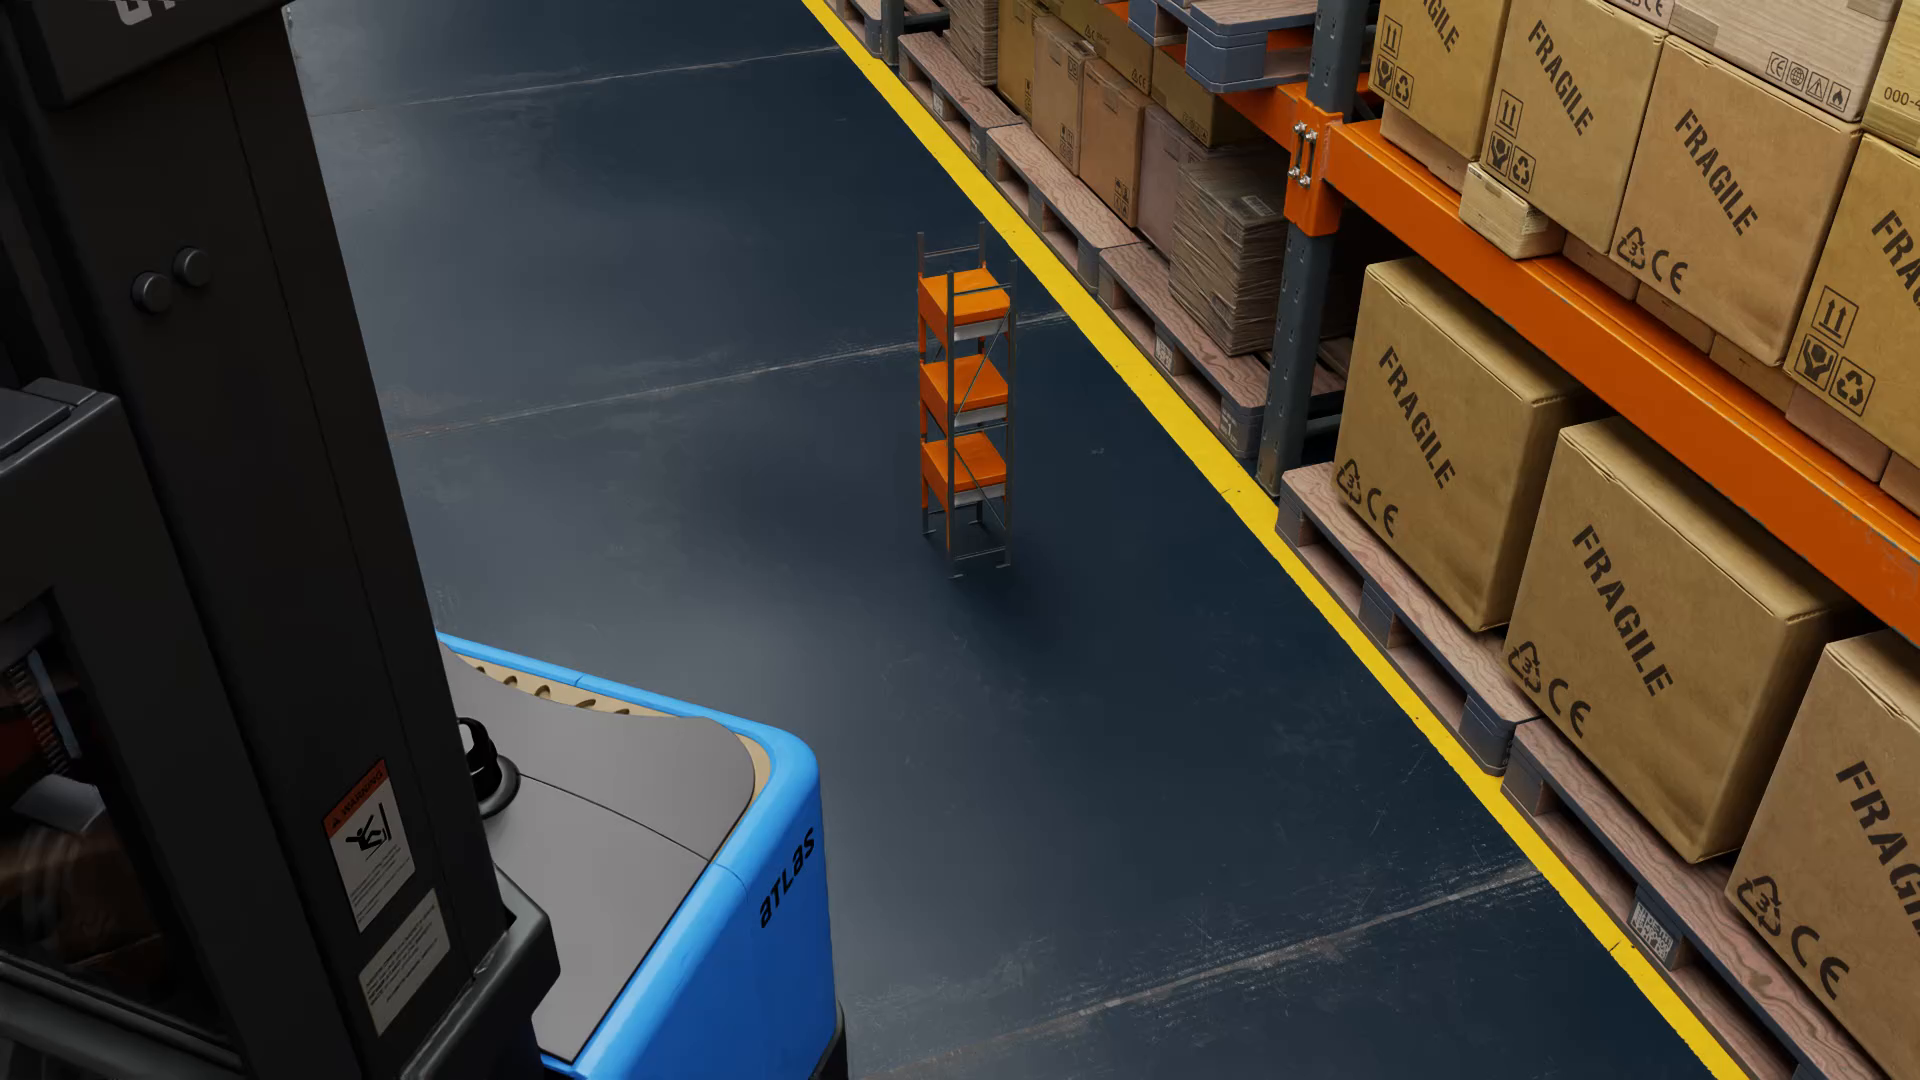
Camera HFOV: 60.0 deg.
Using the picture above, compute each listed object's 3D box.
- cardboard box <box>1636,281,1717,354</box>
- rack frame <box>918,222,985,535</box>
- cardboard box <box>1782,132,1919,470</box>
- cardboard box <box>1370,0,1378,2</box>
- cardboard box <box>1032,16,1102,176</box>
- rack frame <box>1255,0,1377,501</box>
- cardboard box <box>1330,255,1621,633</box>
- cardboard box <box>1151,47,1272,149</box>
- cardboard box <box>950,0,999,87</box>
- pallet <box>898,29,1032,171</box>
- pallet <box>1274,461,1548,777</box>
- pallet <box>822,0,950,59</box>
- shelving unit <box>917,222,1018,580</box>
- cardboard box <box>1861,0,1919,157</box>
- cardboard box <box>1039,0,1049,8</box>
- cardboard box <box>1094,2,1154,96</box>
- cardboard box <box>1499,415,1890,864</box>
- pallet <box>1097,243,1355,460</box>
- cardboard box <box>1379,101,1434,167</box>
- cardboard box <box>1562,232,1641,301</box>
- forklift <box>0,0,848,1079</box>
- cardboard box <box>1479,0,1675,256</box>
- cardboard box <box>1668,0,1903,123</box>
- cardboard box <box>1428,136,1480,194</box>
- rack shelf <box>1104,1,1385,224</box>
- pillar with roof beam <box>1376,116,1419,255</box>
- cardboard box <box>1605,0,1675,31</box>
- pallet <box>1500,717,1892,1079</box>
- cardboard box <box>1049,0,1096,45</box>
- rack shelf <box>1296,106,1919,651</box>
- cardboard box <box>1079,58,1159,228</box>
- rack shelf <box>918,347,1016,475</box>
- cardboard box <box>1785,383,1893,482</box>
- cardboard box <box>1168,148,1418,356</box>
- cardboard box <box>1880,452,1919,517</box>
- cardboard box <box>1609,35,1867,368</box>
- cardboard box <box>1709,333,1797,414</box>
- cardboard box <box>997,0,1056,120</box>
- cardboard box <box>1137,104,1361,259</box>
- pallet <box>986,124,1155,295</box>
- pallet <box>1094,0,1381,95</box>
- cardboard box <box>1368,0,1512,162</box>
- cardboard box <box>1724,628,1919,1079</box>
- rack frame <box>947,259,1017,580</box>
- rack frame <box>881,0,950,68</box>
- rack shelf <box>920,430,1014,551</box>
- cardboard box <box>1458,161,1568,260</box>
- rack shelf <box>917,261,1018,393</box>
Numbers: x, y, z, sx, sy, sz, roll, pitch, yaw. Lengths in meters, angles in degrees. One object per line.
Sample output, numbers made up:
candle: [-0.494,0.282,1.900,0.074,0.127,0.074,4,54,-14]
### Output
cardboard box: [1.754,-0.566,3.701,0.380,0.149,0.250,-12,39,-15]
rack frame: [-0.024,-0.458,4.986,0.200,1.050,0.008,-12,39,-16]
cardboard box: [1.923,-0.434,2.986,0.500,0.500,0.500,-11,38,-15]
cardboard box: [1.297,-1.945,4.890,0.700,0.500,0.500,-17,40,-21]
cardboard box: [0.723,-1.912,7.007,0.700,0.500,0.500,-12,39,-15]
rack frame: [1.468,-1.466,4.703,1.000,3.000,0.127,-12,39,-16]
cardboard box: [1.598,-0.332,4.635,0.750,0.750,0.750,-13,39,-17]
cardboard box: [1.034,-1.673,6.067,0.500,0.250,0.500,-12,39,-15]
cardboard box: [0.360,-2.490,7.775,0.700,0.500,0.500,-11,38,-14]
pallet: [0.361,-2.172,7.958,1.003,0.211,1.213,-12,39,-16]
pallet: [1.669,0.109,4.930,1.003,0.211,1.213,-12,39,-16]
pallet: [-0.173,-2.984,9.035,1.003,0.211,1.213,-12,39,-16]
shelving unit: [0.018,-0.389,4.894,0.215,1.050,0.252,-12,39,-16]
cardboard box: [1.925,-0.750,2.782,0.500,0.250,0.500,-13,39,-17]
cardboard box: [0.515,-2.542,7.220,0.500,0.250,0.500,-13,39,-17]
cardboard box: [0.852,-1.963,6.451,0.500,0.250,0.500,-13,39,-16]
cardboard box: [1.893,0.164,3.977,0.750,0.750,0.750,-13,39,-16]
pallet: [1.201,-0.794,6.128,1.003,0.211,1.213,-12,39,-16]
cardboard box: [1.364,-1.139,4.462,0.380,0.149,0.250,-13,39,-17]
cardboard box: [1.657,-0.711,3.893,0.380,0.149,0.250,-13,39,-16]
forklift: [-1.252,0.762,1.802,1.130,2.935,3.031,13,39,17]
cardboard box: [1.566,-1.007,3.747,0.500,0.500,0.500,-11,38,-14]
cardboard box: [1.744,-1.037,3.163,0.500,0.250,0.500,-12,39,-16]
cardboard box: [1.442,-0.995,4.270,0.380,0.149,0.250,-12,39,-15]
rack shelf: [0.780,-2.308,6.419,1.077,0.370,4.000,-12,39,-16]
pillar with roof beam: [-2.209,-3.884,2.927,9.100,9.000,0.400,-12,39,-16]
cardboard box: [1.568,-1.319,3.537,0.500,0.250,0.500,-13,39,-17]
pallet: [2.085,0.797,4.016,1.003,0.211,1.213,-12,39,-16]
cardboard box: [0.698,-2.248,6.831,0.500,0.250,0.500,-14,39,-17]
rack shelf: [2.156,-0.048,3.419,1.077,0.370,4.000,-12,39,-16]
cardboard box: [0.906,-1.629,6.631,0.700,0.500,0.500,-13,39,-16]
rack shelf: [0.018,-0.381,4.900,0.215,0.259,0.240,-12,39,-16]
cardboard box: [1.902,-0.275,3.314,0.380,0.149,0.250,-12,39,-16]
cardboard box: [1.171,-1.039,5.848,0.700,0.500,0.500,-12,39,-15]
cardboard box: [1.986,-0.125,3.115,0.380,0.149,0.250,-11,38,-15]
cardboard box: [1.736,-0.727,3.375,0.500,0.500,0.500,-13,39,-16]
cardboard box: [1.833,-0.418,3.504,0.380,0.149,0.250,-12,39,-15]
cardboard box: [0.585,-2.209,7.401,0.700,0.500,0.500,-13,39,-17]
cardboard box: [1.103,-1.354,6.266,0.700,0.500,0.500,-13,39,-16]
pallet: [0.784,-1.482,7.042,1.003,0.211,1.213,-12,39,-16]
pallet: [1.123,-1.770,5.266,1.213,0.211,1.003,-12,39,-16]
cardboard box: [1.395,-1.305,4.142,0.500,0.500,0.500,-11,38,-15]
cardboard box: [2.190,0.643,3.341,0.750,0.750,0.750,-11,38,-15]
rack frame: [0.060,-0.320,4.803,0.200,1.050,0.008,-12,39,-16]
rack frame: [0.092,-3.725,7.703,1.000,3.000,0.127,-12,39,-16]
rack shelf: [0.018,-0.159,5.068,0.215,0.259,0.240,-12,39,-16]
cardboard box: [1.454,-0.828,4.048,0.380,0.149,0.250,-11,38,-15]
rack shelf: [0.018,-0.607,4.730,0.215,0.259,0.240,-12,39,-16]
